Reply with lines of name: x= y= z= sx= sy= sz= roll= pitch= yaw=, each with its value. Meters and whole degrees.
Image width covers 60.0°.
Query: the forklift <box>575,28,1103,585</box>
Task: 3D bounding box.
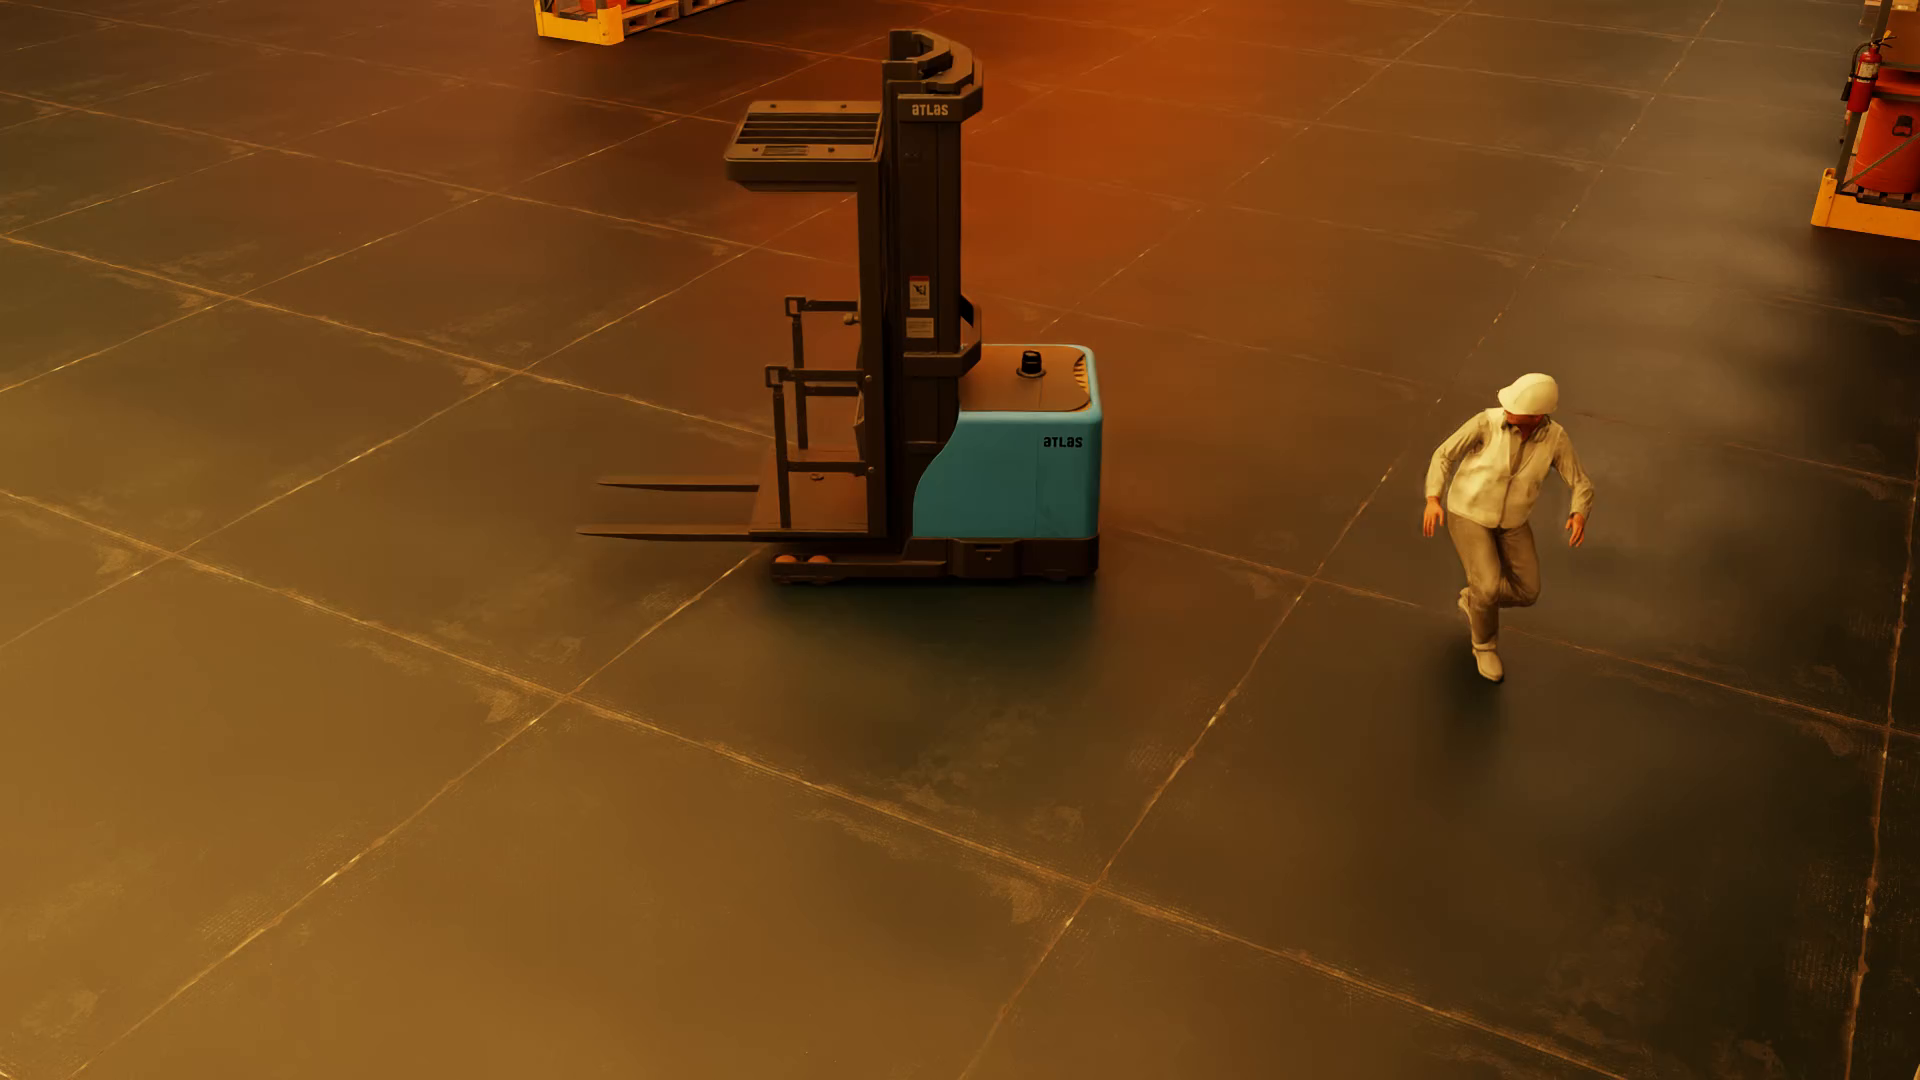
forklift: x=-0.710 y=-1.276 z=9.281 sx=3.031 sy=2.935 sz=1.130 roll=0 pitch=30 yaw=1

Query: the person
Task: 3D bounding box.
person: x=2.747 y=-0.074 z=8.479 sx=0.798 sy=1.652 sz=0.782 roll=-3 pitch=30 yaw=-5
